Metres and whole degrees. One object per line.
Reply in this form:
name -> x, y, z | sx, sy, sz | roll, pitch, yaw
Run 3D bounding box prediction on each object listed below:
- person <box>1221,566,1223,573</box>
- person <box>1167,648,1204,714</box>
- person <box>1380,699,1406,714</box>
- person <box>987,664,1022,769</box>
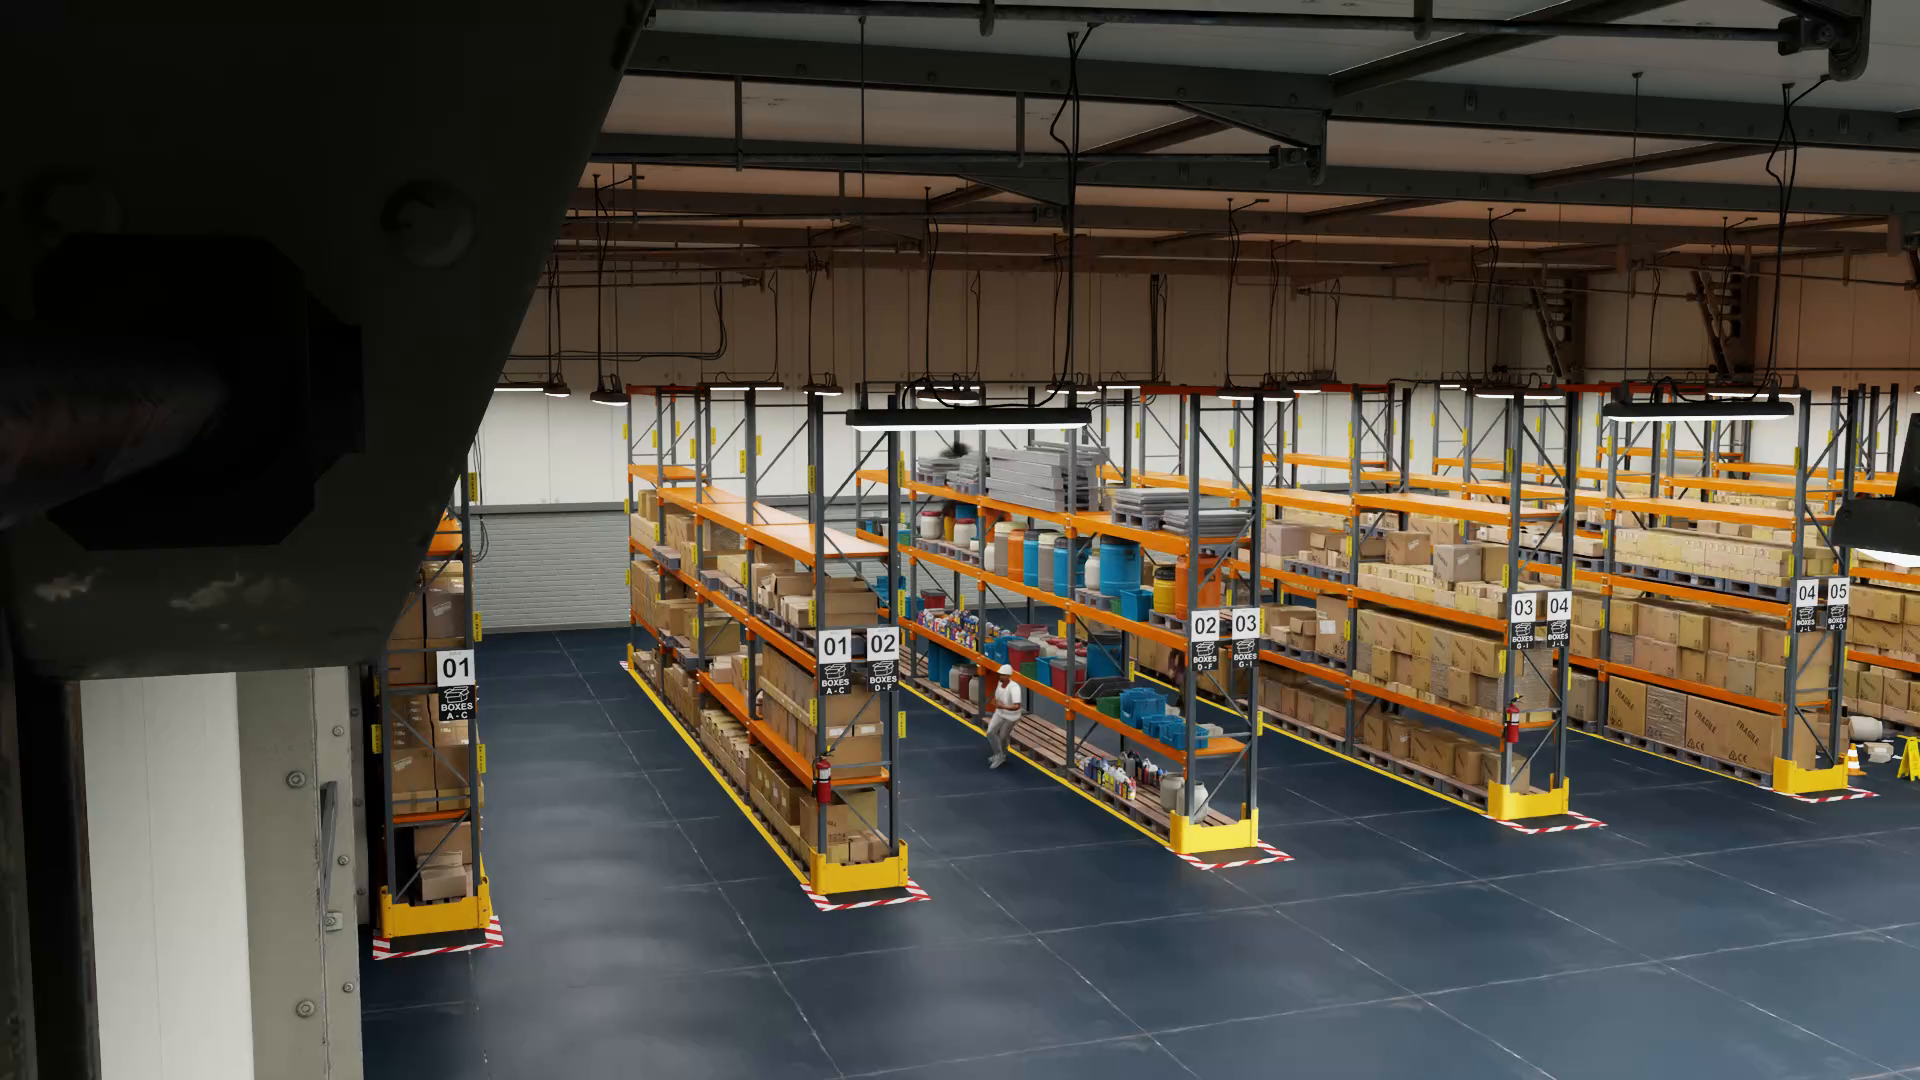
person -> 6.056, 1.425, 38.990 | 0.630, 1.732, 0.648 | -3, 6, -24
person -> 4.065, 2.424, 29.892 | 0.718, 1.634, 1.135 | 0, 6, -2
person -> 7.820, 2.532, 29.620 | 0.822, 1.595, 0.679 | 2, 6, 20
person -> 0.686, 2.764, 26.299 | 0.835, 1.664, 0.727 | 4, 7, 37
